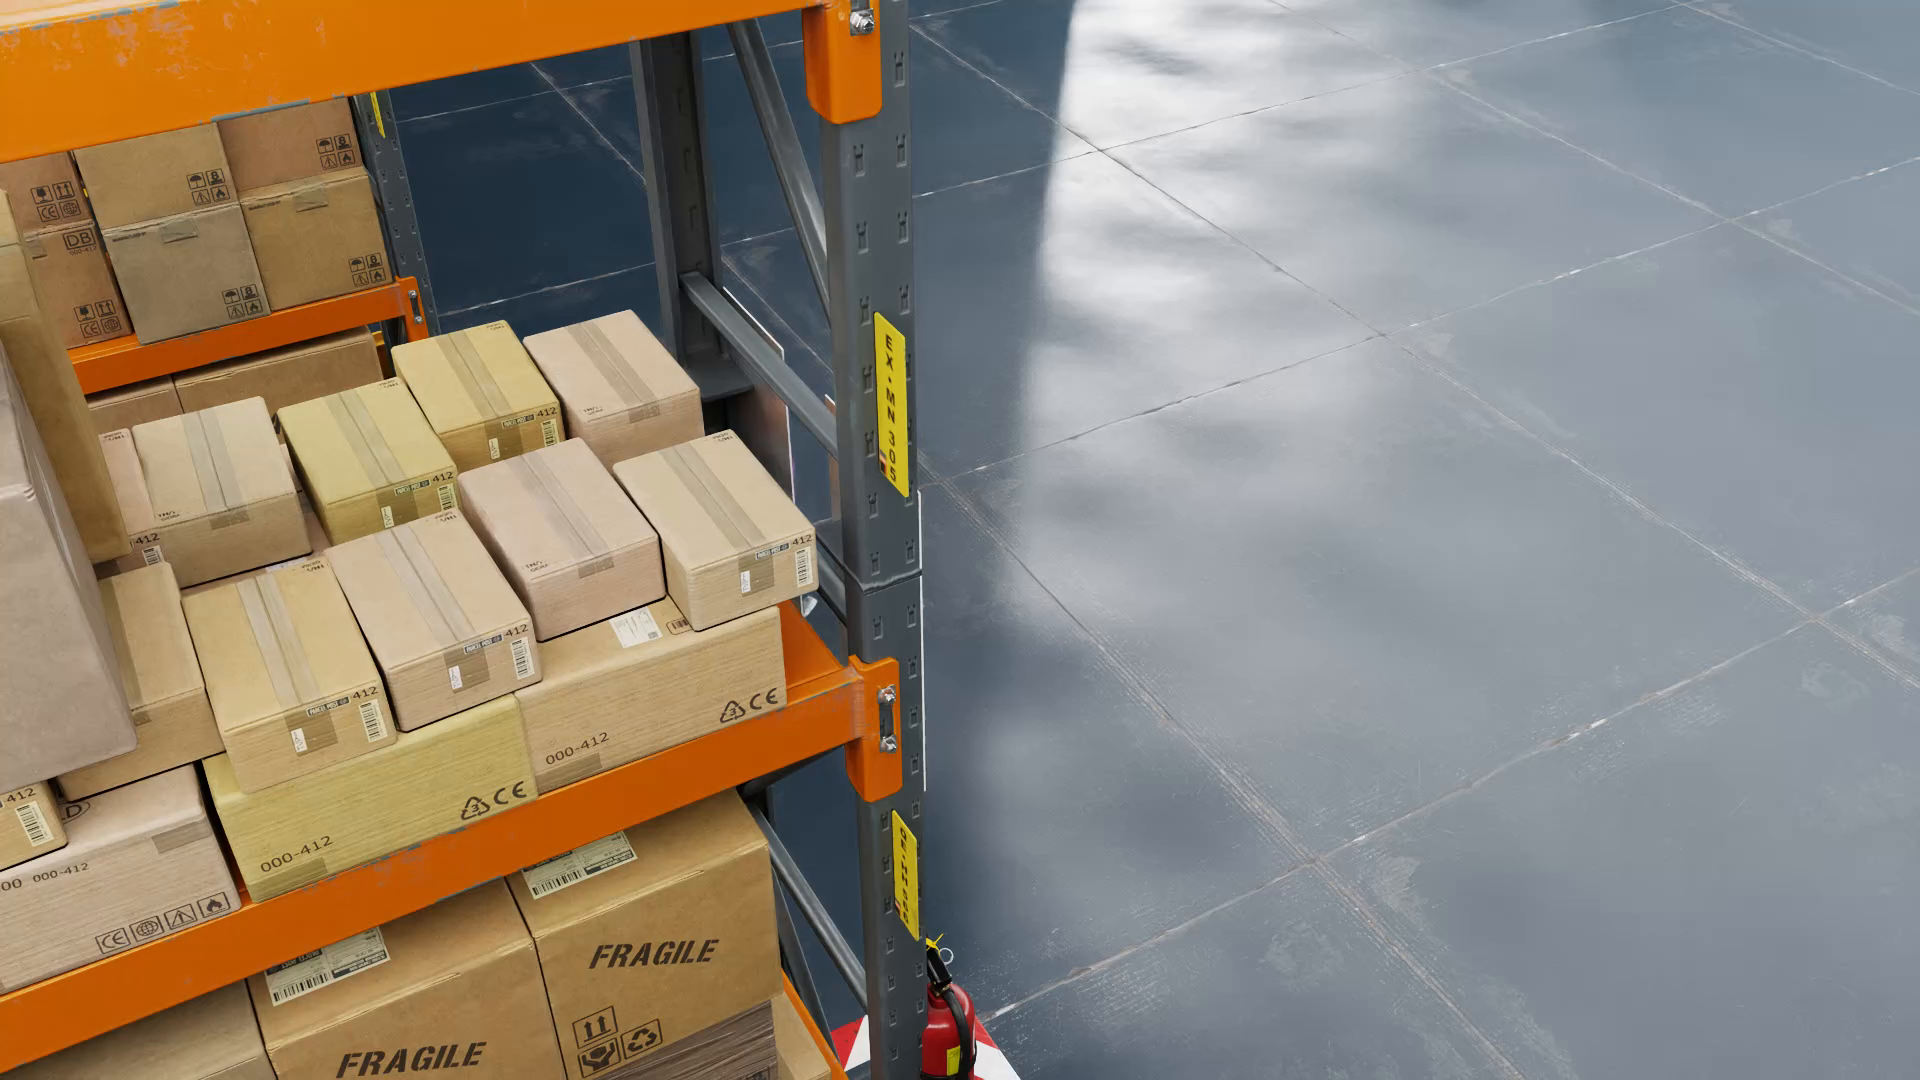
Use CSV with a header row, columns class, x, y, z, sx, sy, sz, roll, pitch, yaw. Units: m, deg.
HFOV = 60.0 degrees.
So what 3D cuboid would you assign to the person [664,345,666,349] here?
class,x,y,z,sx,sy,sz,roll,pitch,yaw
person,-1.141,-0.189,7.169,0.707,1.589,0.545,-15,40,-19
